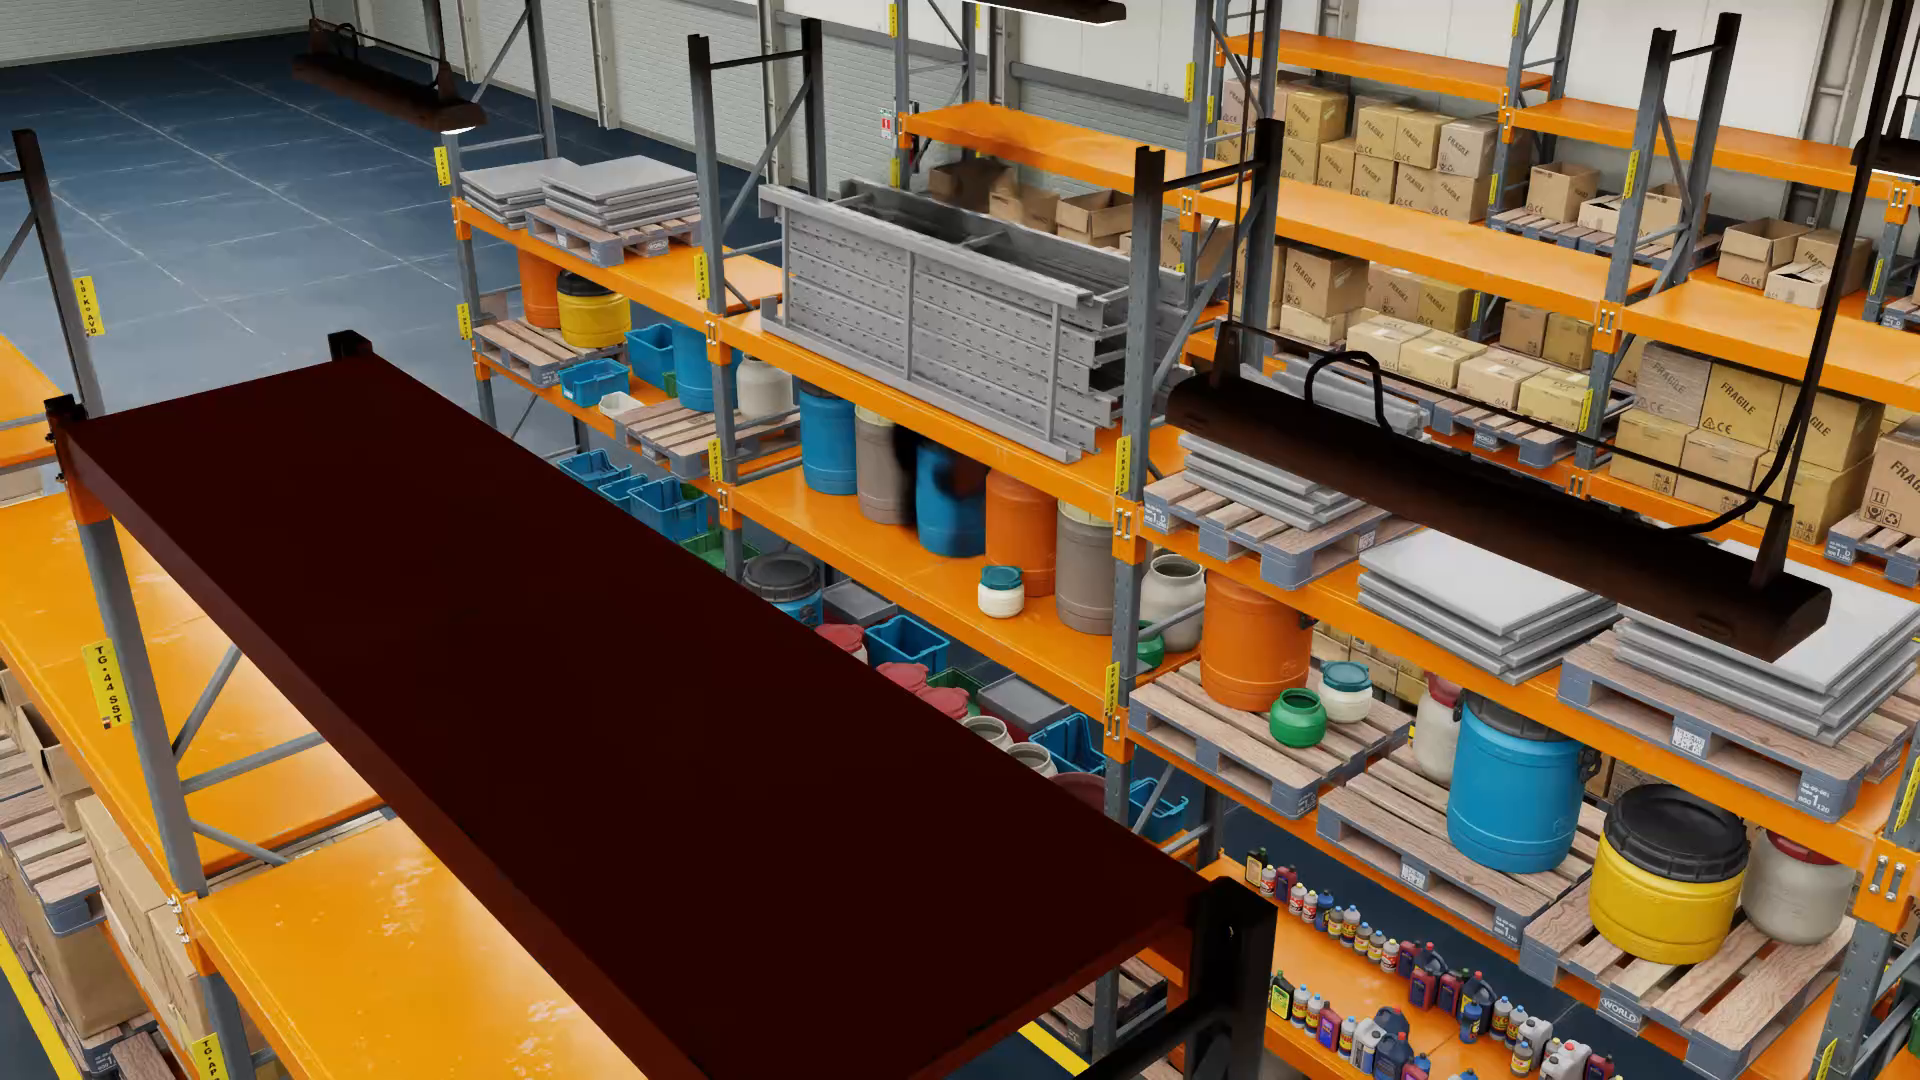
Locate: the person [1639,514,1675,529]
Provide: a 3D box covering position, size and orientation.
[{"bbox_3d":[6.536,0.066,15.555,0.712,1.738,0.643,-23,35,-37],"label":"person"}]

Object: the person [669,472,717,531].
[{"bbox_3d":[-2.760,-0.668,16.911,0.707,1.743,0.969,-21,33,-35],"label":"person"}]
